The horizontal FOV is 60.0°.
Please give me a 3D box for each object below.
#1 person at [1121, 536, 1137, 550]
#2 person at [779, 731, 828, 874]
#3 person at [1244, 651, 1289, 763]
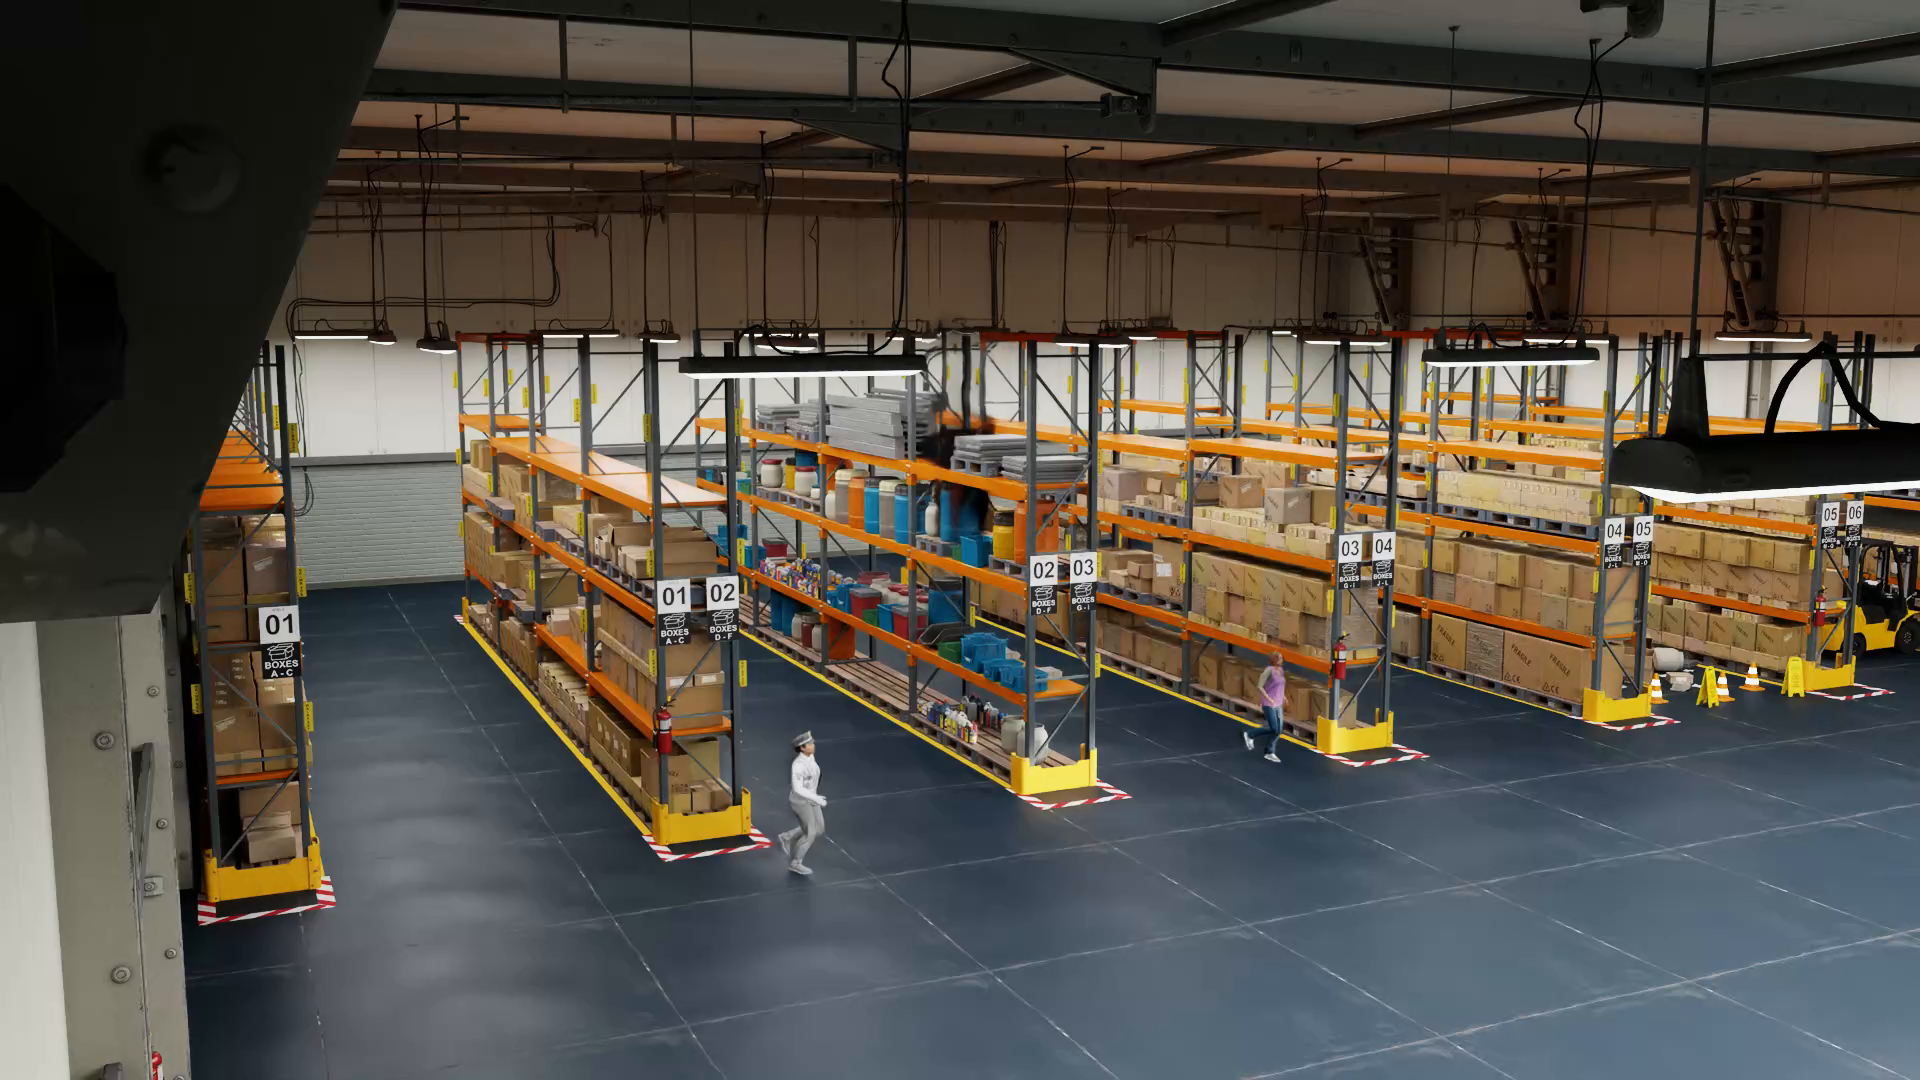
[{"bbox_3d":[4.281,-0.164,42.164,0.621,1.690,0.668,-4,9,-27],"label":"person"},{"bbox_3d":[-1.781,2.978,18.972,0.623,1.666,0.641,2,8,12],"label":"person"},{"bbox_3d":[4.454,2.363,23.897,0.601,1.567,0.561,7,10,42],"label":"person"}]
